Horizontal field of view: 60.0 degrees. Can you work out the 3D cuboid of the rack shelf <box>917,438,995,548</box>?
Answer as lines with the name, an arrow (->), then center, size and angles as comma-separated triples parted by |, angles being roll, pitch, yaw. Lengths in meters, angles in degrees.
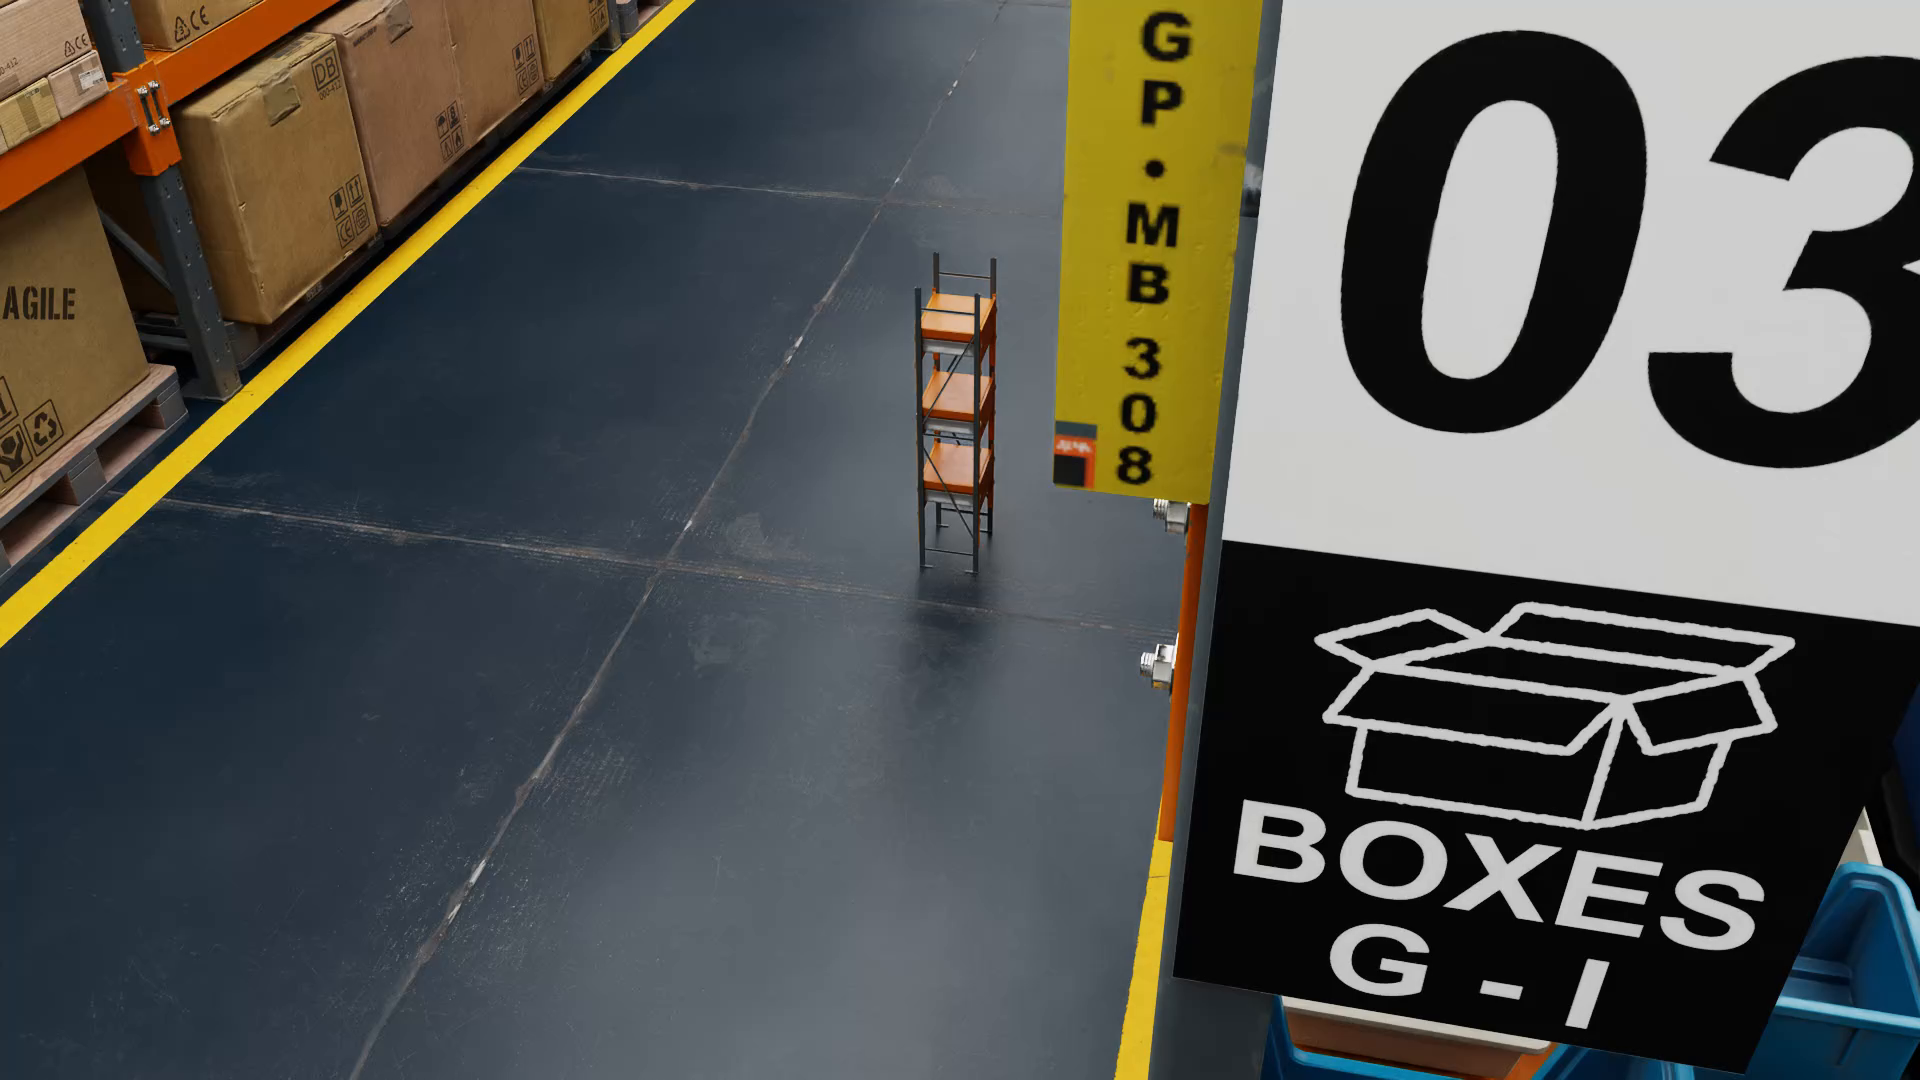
rack shelf -> -0.011, -0.161, 5.569 | 0.215, 0.259, 0.240 | 7, 37, 10

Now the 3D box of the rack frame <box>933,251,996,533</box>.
rack frame -> 0.015, -0.464, 5.496 | 0.200, 1.050, 0.008 | 7, 37, 10

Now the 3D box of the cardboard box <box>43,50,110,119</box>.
cardboard box -> -3.081, -1.525, 5.513 | 0.380, 0.149, 0.250 | 8, 37, 10

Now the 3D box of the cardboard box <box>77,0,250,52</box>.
cardboard box -> -2.993, -2.116, 6.028 | 0.500, 0.500, 0.500 | 7, 37, 10

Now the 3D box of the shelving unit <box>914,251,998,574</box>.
shelving unit -> -0.011, -0.394, 5.400 | 0.215, 1.050, 0.252 | 7, 37, 10

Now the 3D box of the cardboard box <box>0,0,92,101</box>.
cardboard box -> -3.174, -1.617, 5.299 | 0.500, 0.250, 0.500 | 7, 36, 9

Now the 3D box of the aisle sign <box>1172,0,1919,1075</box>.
aisle sign -> 0.347, 0.023, 0.947 | 0.394, 0.787, 0.004 | 7, 37, 10

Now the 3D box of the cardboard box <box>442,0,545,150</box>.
cardboard box -> -2.847, -2.543, 8.155 | 1.225, 0.875, 0.875 | 7, 37, 10

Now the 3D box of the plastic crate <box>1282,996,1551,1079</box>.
plastic crate -> 0.646, 0.663, 2.452 | 0.396, 0.136, 0.243 | 7, 37, 10

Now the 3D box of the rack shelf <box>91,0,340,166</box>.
rack shelf -> -2.909, -2.698, 7.530 | 1.077, 0.370, 4.000 | 7, 37, 10

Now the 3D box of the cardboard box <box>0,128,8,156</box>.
cardboard box -> -3.191, -1.231, 5.106 | 0.380, 0.149, 0.250 | 7, 36, 9

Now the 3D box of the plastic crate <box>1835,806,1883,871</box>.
plastic crate -> 1.317, 0.491, 2.690 | 0.250, 0.136, 0.298 | 7, 37, 10

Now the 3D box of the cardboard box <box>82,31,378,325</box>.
cardboard box -> -3.219, -1.522, 6.747 | 1.225, 0.875, 0.875 | 7, 37, 10

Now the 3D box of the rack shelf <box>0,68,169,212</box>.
rack shelf -> -3.763, -0.405, 4.366 | 1.077, 0.370, 4.000 | 7, 37, 10

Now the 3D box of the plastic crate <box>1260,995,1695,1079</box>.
plastic crate -> 0.538, 0.817, 1.985 | 0.616, 0.435, 0.499 | 7, 37, 10

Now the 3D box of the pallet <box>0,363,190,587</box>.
pallet -> -3.575, -0.288, 5.967 | 1.003, 0.211, 1.213 | 7, 37, 10

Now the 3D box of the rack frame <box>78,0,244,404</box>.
rack frame -> -3.336, -1.843, 5.737 | 1.000, 3.000, 0.127 | 7, 37, 10

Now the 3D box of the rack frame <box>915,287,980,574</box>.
rack frame -> -0.037, -0.324, 5.303 | 0.200, 1.050, 0.008 | 7, 37, 10

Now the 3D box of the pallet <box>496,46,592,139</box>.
pallet -> -2.723, -2.565, 9.109 | 1.003, 0.211, 1.213 | 7, 37, 10

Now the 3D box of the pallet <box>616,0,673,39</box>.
pallet -> -2.313, -3.455, 10.337 | 1.003, 0.211, 1.213 | 7, 37, 10

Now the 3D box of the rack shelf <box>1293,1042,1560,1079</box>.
rack shelf -> 1.076, 0.216, 3.509 | 1.077, 0.370, 4.000 | 7, 37, 10

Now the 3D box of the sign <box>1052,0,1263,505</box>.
sign -> 0.108, -0.161, 0.949 | 0.100, 0.325, 0.005 | 7, 37, 10

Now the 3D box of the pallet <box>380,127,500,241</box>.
pallet -> -2.986, -1.867, 8.146 | 1.003, 0.211, 1.213 | 7, 37, 10

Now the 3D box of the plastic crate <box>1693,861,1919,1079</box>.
plastic crate -> 1.163, 0.637, 2.407 | 0.416, 0.233, 0.300 | 7, 37, 10

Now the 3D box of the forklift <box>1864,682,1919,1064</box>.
forklift -> 3.162, -0.633, 4.126 | 1.130, 2.935, 3.031 | 10, 37, 13

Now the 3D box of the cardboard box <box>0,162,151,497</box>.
cardboard box -> -3.555, -0.784, 5.729 | 0.875, 0.875, 0.875 | 7, 37, 10

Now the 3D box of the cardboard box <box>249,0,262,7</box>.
cardboard box -> -2.887, -2.404, 6.426 | 0.500, 0.500, 0.500 | 7, 37, 10

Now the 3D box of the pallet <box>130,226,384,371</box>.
pallet -> -3.245, -1.166, 7.178 | 1.003, 0.211, 1.213 | 7, 37, 10

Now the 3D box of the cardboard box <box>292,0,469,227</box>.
cardboard box -> -3.029, -2.035, 7.454 | 1.225, 0.875, 0.875 | 6, 36, 8

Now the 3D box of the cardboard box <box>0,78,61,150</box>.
cardboard box -> -3.136, -1.377, 5.309 | 0.380, 0.149, 0.250 | 8, 37, 11

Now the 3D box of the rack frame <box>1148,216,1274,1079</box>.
rack frame -> 0.649, 1.071, 1.716 | 1.000, 3.000, 0.127 | 7, 37, 10

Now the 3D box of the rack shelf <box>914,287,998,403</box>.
rack shelf -> -0.011, -0.616, 5.239 | 0.215, 0.259, 0.240 | 7, 37, 10

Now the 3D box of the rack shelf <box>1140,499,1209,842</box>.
rack shelf -> 1.076, -0.999, 2.629 | 1.077, 0.370, 4.000 | 7, 37, 10

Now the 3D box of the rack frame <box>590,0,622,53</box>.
rack frame -> -2.481, -4.136, 8.901 | 1.000, 3.000, 0.127 | 7, 37, 10

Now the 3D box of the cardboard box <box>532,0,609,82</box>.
cardboard box -> -2.649, -3.053, 8.859 | 1.225, 0.875, 0.875 | 6, 36, 8

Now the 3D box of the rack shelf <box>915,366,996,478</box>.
rack shelf -> -0.011, -0.386, 5.406 | 0.215, 0.259, 0.240 | 7, 37, 10
